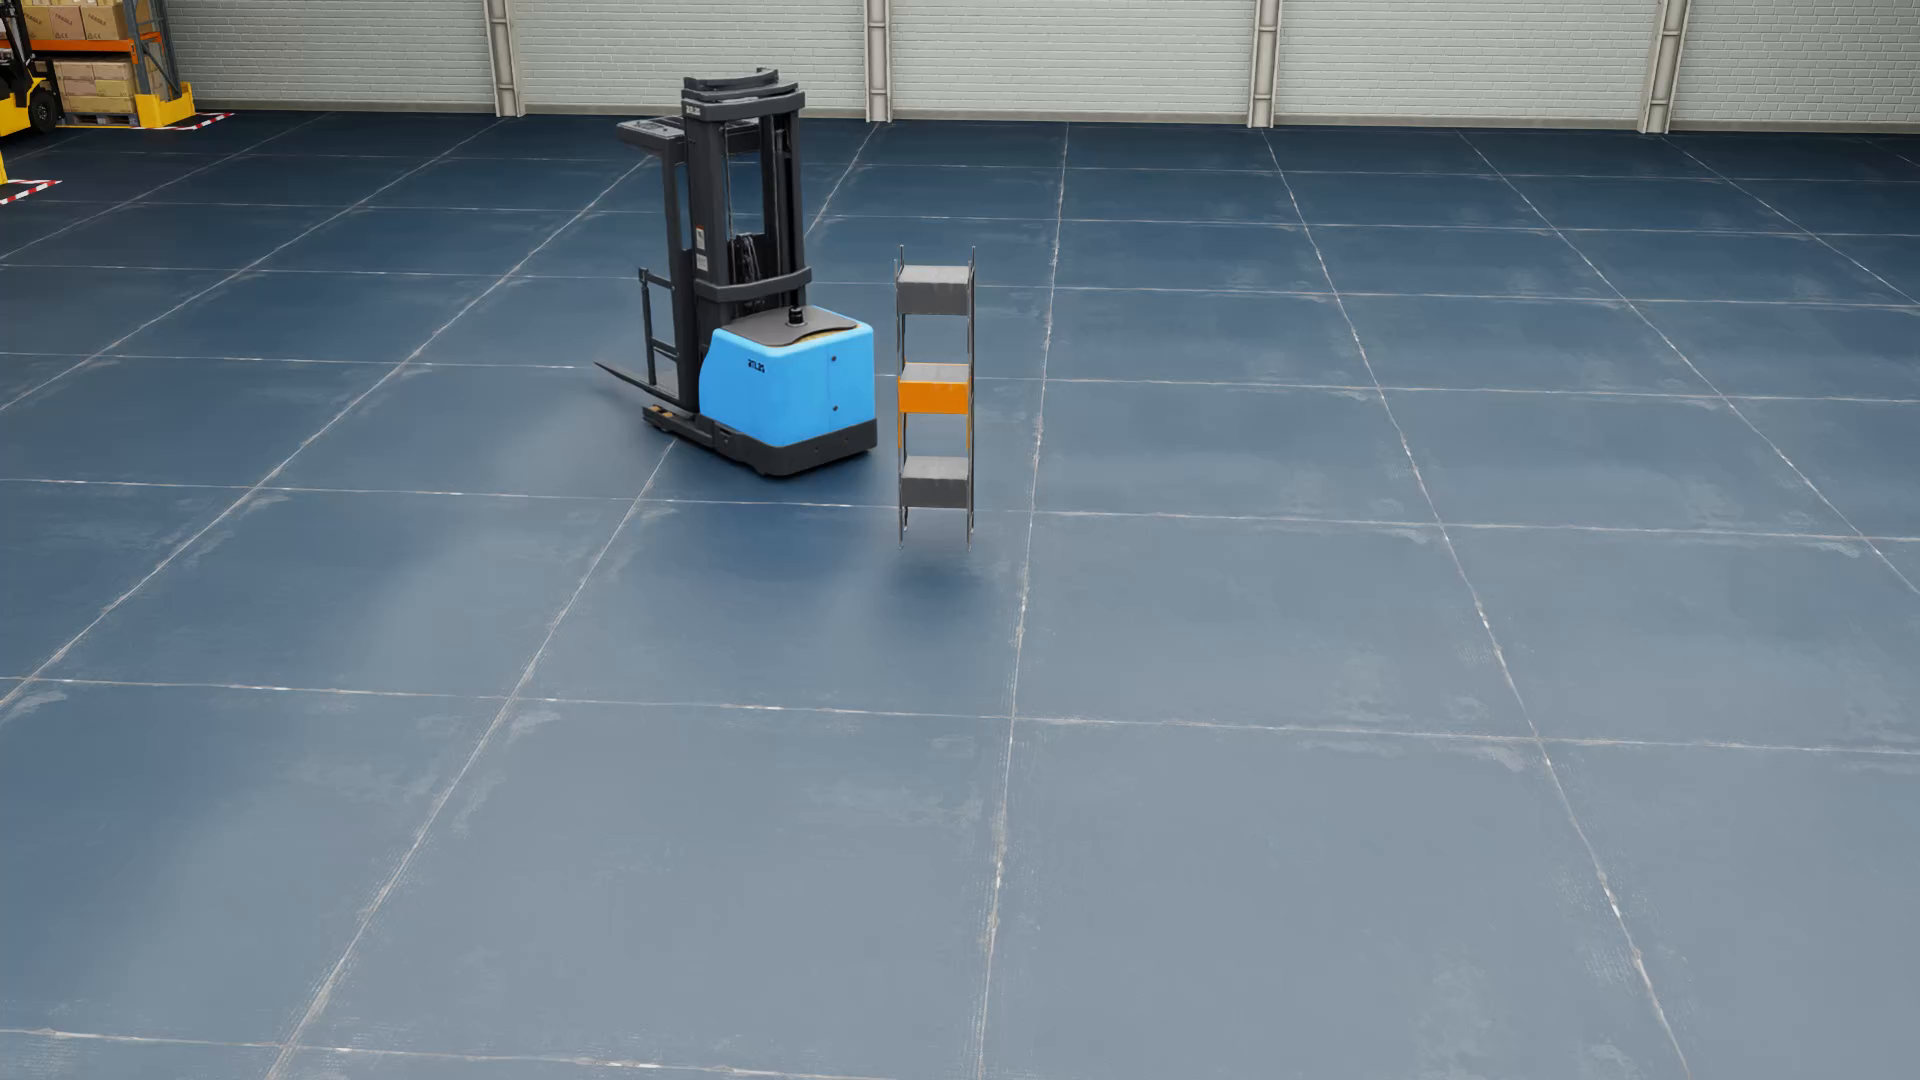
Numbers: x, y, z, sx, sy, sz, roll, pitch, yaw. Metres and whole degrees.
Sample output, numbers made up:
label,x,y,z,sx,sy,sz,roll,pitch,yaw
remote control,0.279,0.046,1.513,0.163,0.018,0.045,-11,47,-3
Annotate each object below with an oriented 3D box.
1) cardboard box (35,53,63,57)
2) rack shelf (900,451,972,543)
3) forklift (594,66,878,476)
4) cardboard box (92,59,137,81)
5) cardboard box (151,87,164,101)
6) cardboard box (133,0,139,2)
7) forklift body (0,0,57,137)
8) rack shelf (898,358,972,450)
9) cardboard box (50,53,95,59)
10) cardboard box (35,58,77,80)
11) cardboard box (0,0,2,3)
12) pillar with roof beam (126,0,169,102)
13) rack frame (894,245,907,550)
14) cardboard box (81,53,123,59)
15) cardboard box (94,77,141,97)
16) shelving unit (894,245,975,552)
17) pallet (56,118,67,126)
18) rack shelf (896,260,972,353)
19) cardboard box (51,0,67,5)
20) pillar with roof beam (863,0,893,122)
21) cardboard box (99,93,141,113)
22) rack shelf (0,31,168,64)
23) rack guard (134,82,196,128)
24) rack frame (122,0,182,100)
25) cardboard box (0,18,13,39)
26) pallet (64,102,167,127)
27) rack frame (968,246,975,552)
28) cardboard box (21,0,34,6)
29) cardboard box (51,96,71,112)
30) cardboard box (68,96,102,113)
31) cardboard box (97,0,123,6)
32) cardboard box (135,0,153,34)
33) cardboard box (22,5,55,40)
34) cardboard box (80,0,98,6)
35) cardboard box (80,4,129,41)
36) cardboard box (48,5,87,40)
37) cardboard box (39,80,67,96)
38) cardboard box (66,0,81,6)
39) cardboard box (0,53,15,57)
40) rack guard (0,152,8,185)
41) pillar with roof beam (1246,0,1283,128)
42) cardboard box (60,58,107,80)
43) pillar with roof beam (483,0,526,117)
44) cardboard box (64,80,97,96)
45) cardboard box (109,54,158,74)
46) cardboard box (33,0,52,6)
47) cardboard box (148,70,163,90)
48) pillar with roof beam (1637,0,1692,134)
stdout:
label,x,y,z,sx,sy,sz,roll,pitch,yaw
cardboard box,-14.592,-7.585,26.447,0.500,0.250,0.500,1,25,3
rack shelf,-0.165,-0.311,11.832,0.480,0.518,0.431,2,25,4
forklift,-2.027,-2.361,13.585,1.130,2.935,3.031,-21,32,-37
cardboard box,-13.104,-7.321,25.874,0.500,0.250,0.500,3,25,6
cardboard box,-13.095,-7.079,26.545,0.500,0.250,0.500,2,25,4
cardboard box,-12.939,-8.499,25.949,0.250,0.149,0.380,1,25,3
forklift body,-14.651,-6.955,24.504,1.214,2.155,2.313,2,25,4
rack shelf,-0.165,-0.947,11.540,0.480,0.518,0.431,2,25,4
cardboard box,-14.082,-7.565,26.405,0.500,0.250,0.500,2,25,4
cardboard box,-14.117,-7.347,25.930,0.500,0.250,0.500,2,25,5
cardboard box,-14.771,-8.331,25.582,0.250,0.149,0.380,1,25,3
pillar with roof beam,-13.575,-9.369,21.558,0.400,9.000,9.100,2,25,4
rack frame,-0.408,-0.967,11.551,0.015,2.100,0.400,2,25,4
cardboard box,-13.584,-7.545,26.361,0.500,0.250,0.500,2,25,4
cardboard box,-13.130,-7.094,25.980,0.500,0.250,0.500,2,25,3
shelving unit,-0.165,-0.959,11.534,0.503,2.100,0.431,2,25,4
pallet,-14.599,-6.821,26.532,1.213,0.211,1.003,2,25,4
rack shelf,-0.165,-1.583,11.247,0.480,0.518,0.431,2,25,4
cardboard box,-13.745,-8.317,25.552,0.250,0.149,0.380,2,25,4
pillar with roof beam,-1.611,-8.985,20.724,0.400,9.000,9.100,2,25,4
cardboard box,-13.113,-6.865,26.080,0.500,0.250,0.500,2,25,4
rack shelf,-14.615,-7.778,26.136,4.000,0.370,1.077,2,25,4
rack guard,-12.597,-6.904,26.368,0.348,0.500,1.175,2,25,4
rack frame,-12.621,-8.040,25.847,0.127,3.000,1.000,2,25,4
cardboard box,-14.661,-8.040,25.727,0.500,0.500,0.500,2,25,4
pallet,-13.386,-6.781,26.445,1.213,0.211,1.003,2,25,4
rack frame,0.078,-0.951,11.517,0.015,2.100,0.400,2,25,4
cardboard box,-14.269,-8.306,25.528,0.250,0.149,0.380,2,25,4
cardboard box,-14.106,-6.905,26.166,0.500,0.250,0.500,2,25,5
cardboard box,-13.608,-6.885,26.123,0.500,0.250,0.500,2,25,4
cardboard box,-12.988,-8.275,25.461,0.250,0.149,0.380,2,25,5
cardboard box,-13.093,-8.217,26.112,0.500,0.500,0.500,3,25,6
cardboard box,-14.159,-8.029,25.702,0.500,0.500,0.500,1,25,3
cardboard box,-13.245,-8.271,25.451,0.250,0.149,0.380,2,25,5
cardboard box,-13.131,-7.992,25.622,0.500,0.500,0.500,1,25,3
cardboard box,-13.648,-8.013,25.667,0.500,0.500,0.500,3,25,6
cardboard box,-14.145,-7.123,26.041,0.500,0.250,0.500,1,25,3
cardboard box,-13.499,-8.304,25.525,0.250,0.149,0.380,2,25,5
cardboard box,-15.094,-7.597,26.475,0.500,0.250,0.500,2,25,4
rack guard,-13.073,-4.838,21.878,0.348,0.500,1.175,2,25,4
pillar with roof beam,4.372,-8.793,20.306,0.400,9.000,9.100,2,25,4
cardboard box,-13.613,-7.335,25.904,0.500,0.250,0.500,2,25,5
pillar with roof beam,-7.593,-9.177,21.141,0.400,9.000,9.100,2,25,4
cardboard box,-13.629,-7.115,26.025,0.500,0.250,0.500,2,25,3
cardboard box,-13.085,-7.531,26.330,0.500,0.250,0.500,1,25,3
cardboard box,-14.015,-8.306,25.528,0.250,0.149,0.380,1,25,2
cardboard box,-13.073,-7.311,26.450,0.500,0.250,0.500,2,25,5
pillar with roof beam,10.354,-8.601,19.889,0.400,9.000,9.100,2,25,4
